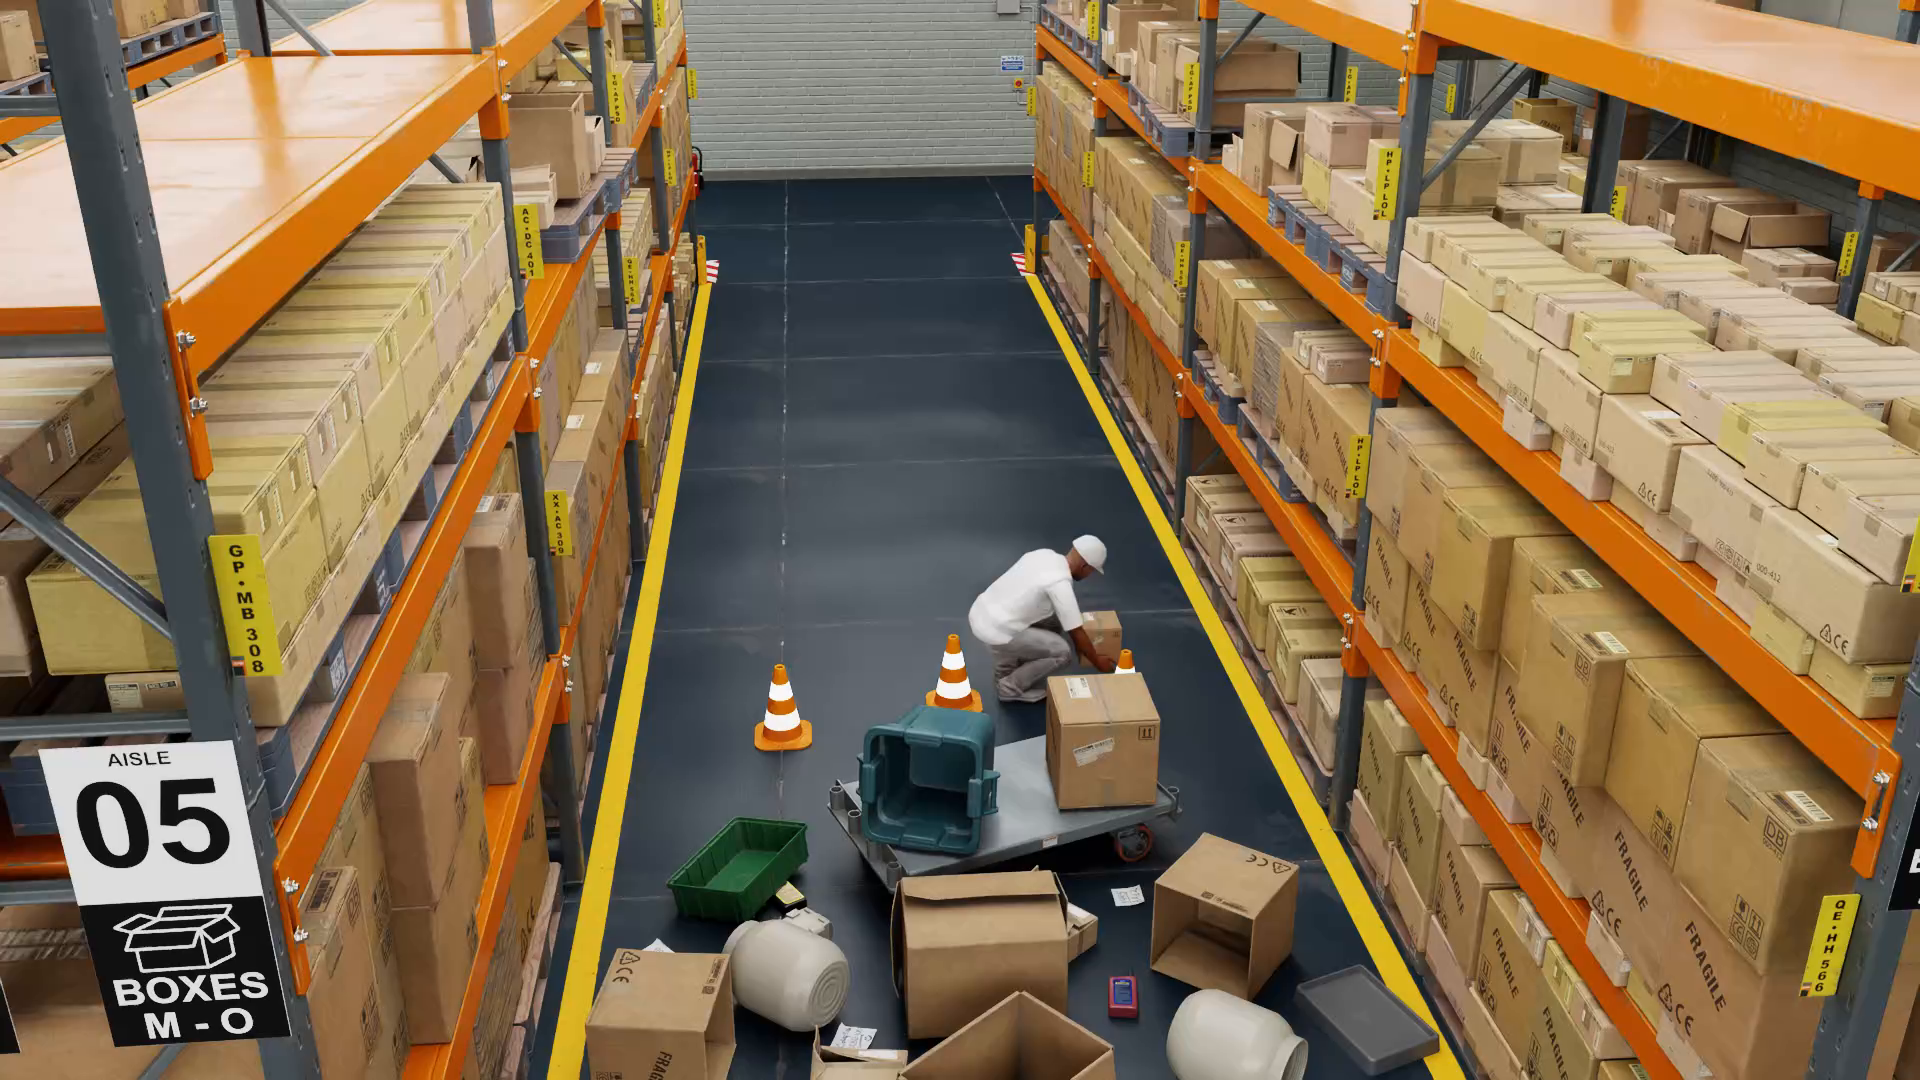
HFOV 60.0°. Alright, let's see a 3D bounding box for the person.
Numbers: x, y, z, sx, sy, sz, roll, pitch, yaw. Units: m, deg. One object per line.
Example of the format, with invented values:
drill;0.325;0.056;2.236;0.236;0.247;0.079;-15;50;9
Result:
person;0.504;0.456;10.221;0.900;0.997;0.585;-2;24;-5
